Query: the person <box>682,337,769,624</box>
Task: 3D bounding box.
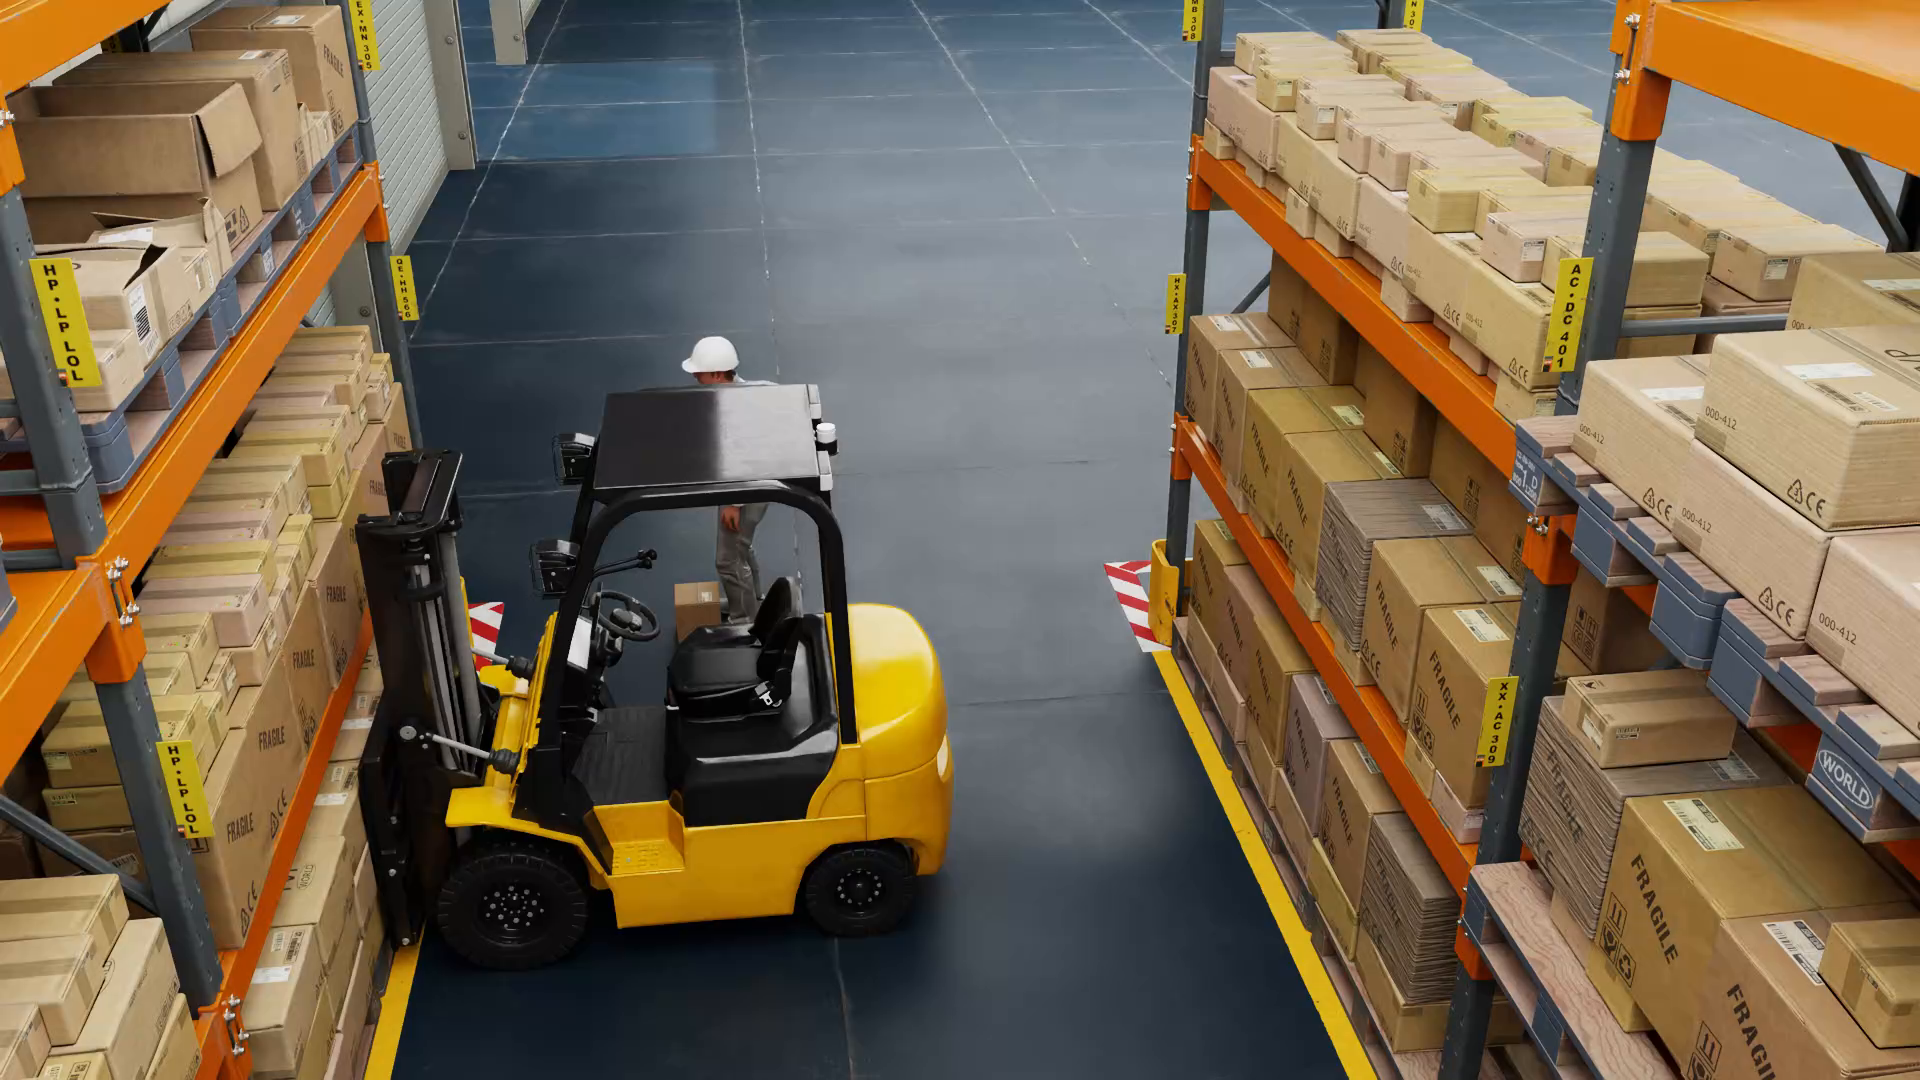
[{"bbox_3d":[-1.238,-0.287,9.151,0.466,1.771,0.584,-4,27,-8],"label":"person"}]
